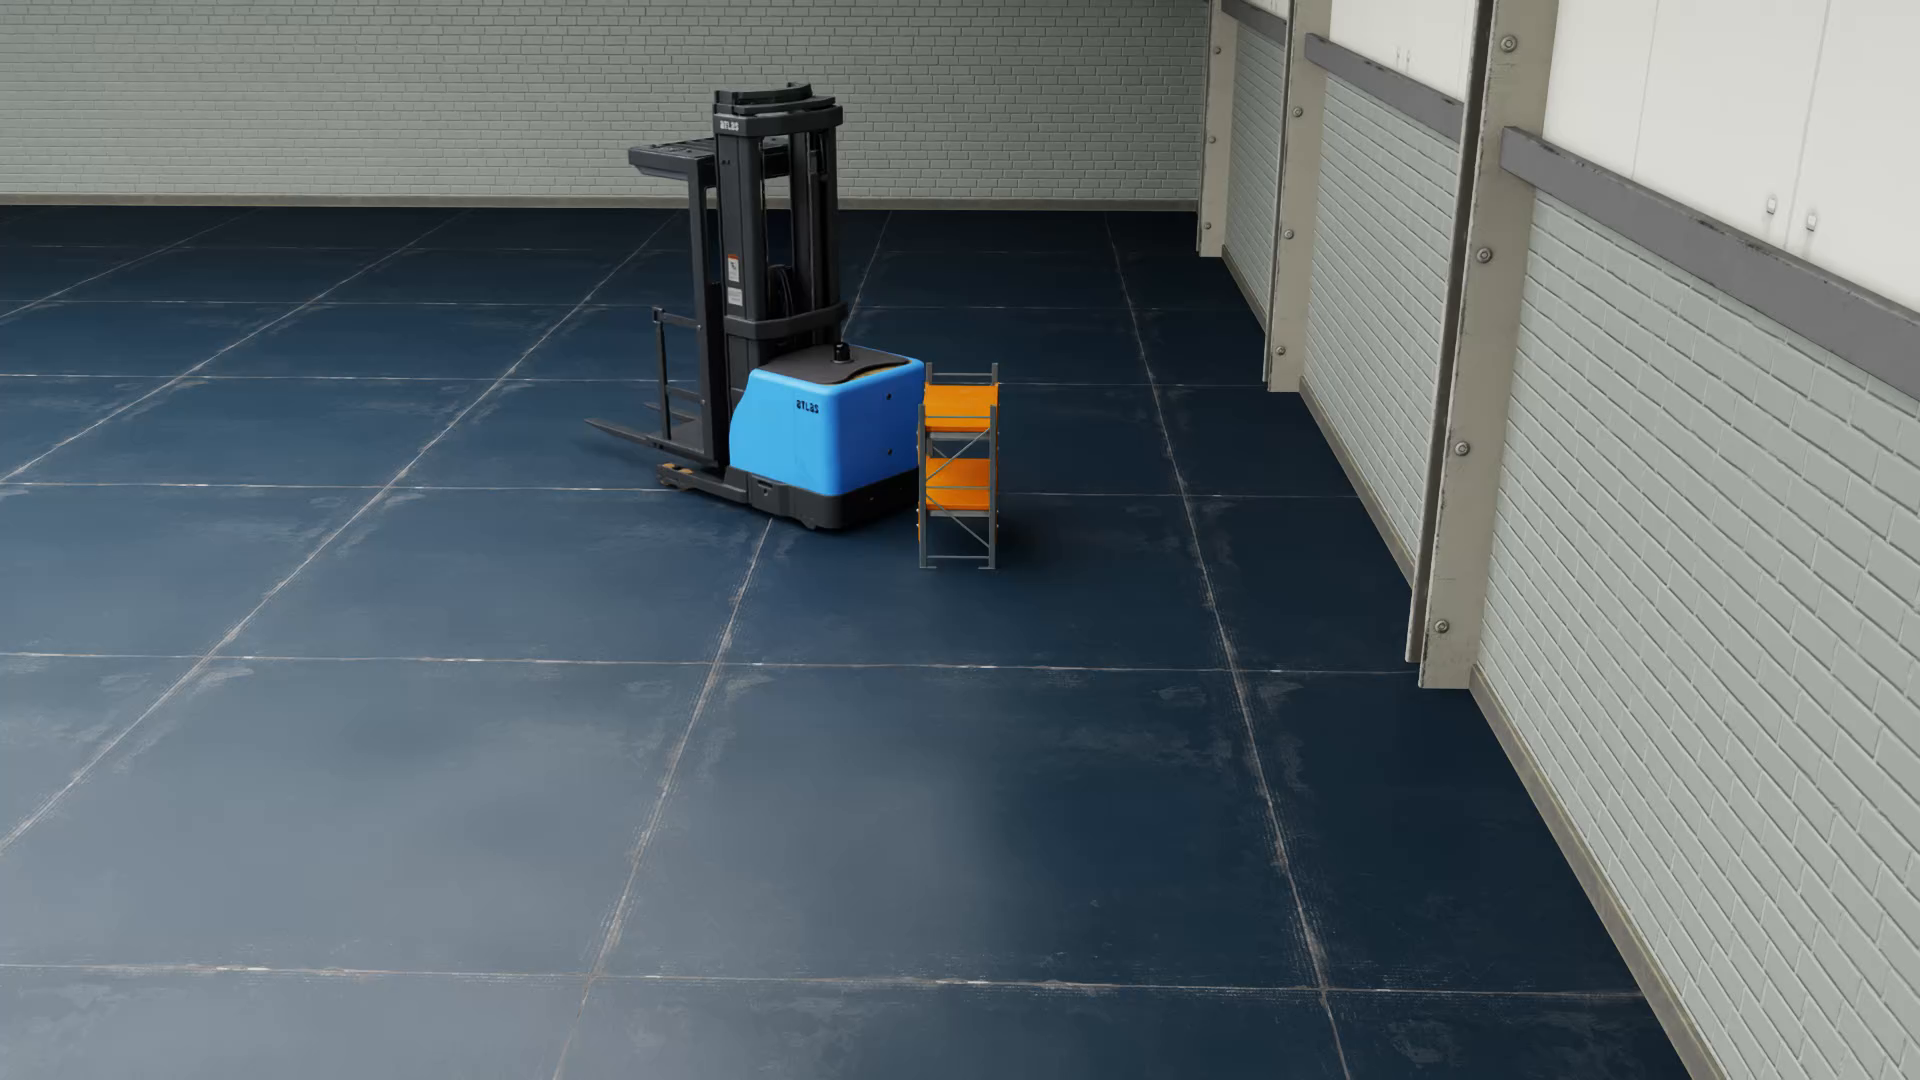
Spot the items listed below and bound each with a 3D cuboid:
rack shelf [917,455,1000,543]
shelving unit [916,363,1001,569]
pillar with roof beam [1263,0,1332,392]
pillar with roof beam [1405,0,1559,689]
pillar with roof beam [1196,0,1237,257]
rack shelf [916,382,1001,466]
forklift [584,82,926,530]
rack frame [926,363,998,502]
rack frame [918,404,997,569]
[{"bbox_3d":[0.000,-0.294,11.408,0.538,0.278,1.000,1,21,2],"label":"rack shelf"},{"bbox_3d":[0.000,-0.522,11.319,0.538,1.125,1.048,1,21,2],"label":"shelving unit"},{"bbox_3d":[-1.365,-5.647,13.643,9.100,9.000,0.400,1,21,2],"label":"pillar with roof beam"},{"bbox_3d":[-1.547,-3.478,8.052,9.100,9.000,0.400,1,21,2],"label":"pillar with roof beam"},{"bbox_3d":[-1.182,-7.817,19.234,9.100,9.000,0.400,1,21,2],"label":"pillar with roof beam"},{"bbox_3d":[0.000,-0.795,11.213,0.538,0.278,1.000,1,21,2],"label":"rack shelf"},{"bbox_3d":[-1.676,-1.862,12.275,3.031,2.935,1.130,17,27,38],"label":"forklift"},{"bbox_3d":[0.015,-0.706,11.793,0.500,1.125,0.032,1,21,2],"label":"rack frame"},{"bbox_3d":[-0.016,-0.338,10.845,0.500,1.125,0.032,1,21,2],"label":"rack frame"}]
